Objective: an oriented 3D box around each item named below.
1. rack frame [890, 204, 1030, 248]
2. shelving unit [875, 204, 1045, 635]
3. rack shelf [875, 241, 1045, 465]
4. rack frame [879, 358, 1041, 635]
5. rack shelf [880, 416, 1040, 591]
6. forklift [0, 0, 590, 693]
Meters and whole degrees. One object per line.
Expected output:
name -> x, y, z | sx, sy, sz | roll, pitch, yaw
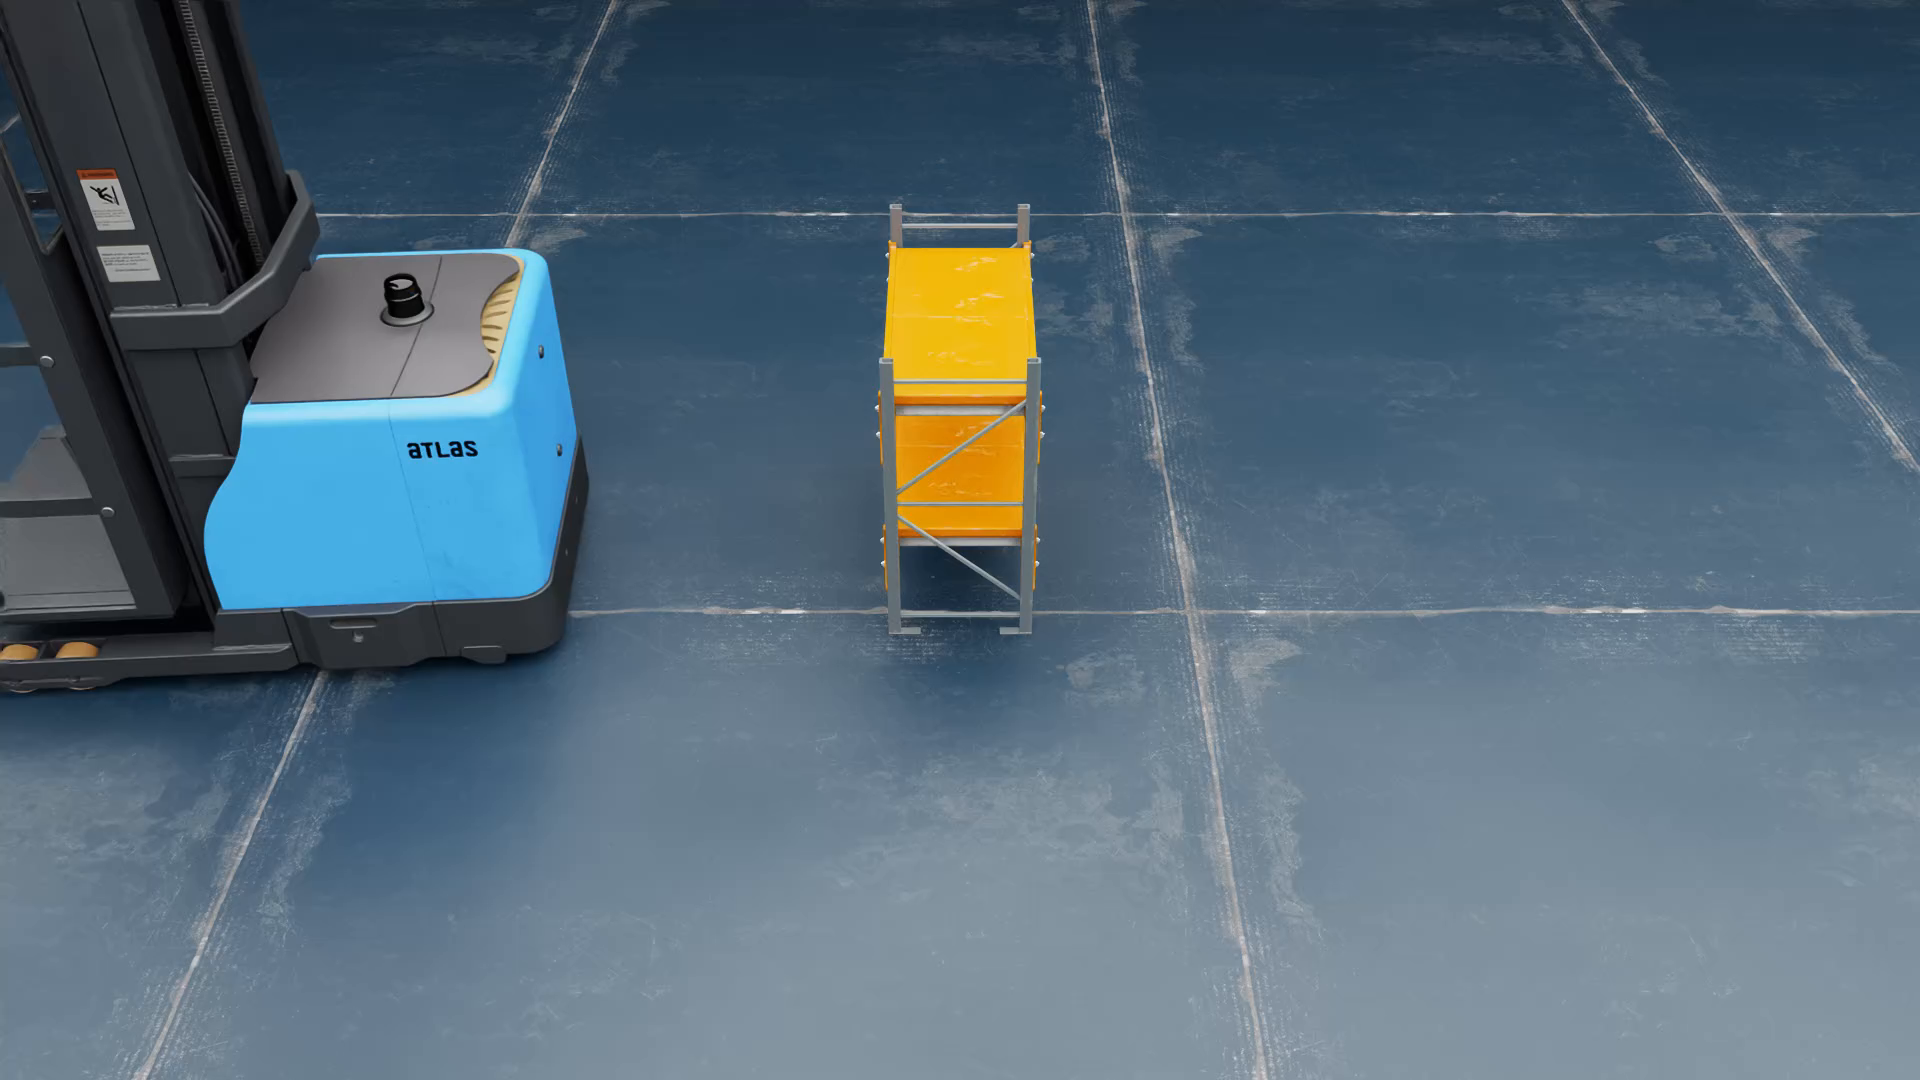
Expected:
rack frame -> -0.001, -0.753, 6.290 | 0.500, 1.125, 0.032 | 0, 39, 0
shelving unit -> 0.000, -0.435, 5.893 | 0.538, 1.125, 1.048 | 0, 39, 0
rack shelf -> 0.000, -0.663, 5.710 | 0.538, 0.278, 1.000 | 0, 39, 0
rack frame -> 0.001, -0.117, 5.496 | 0.500, 1.125, 0.032 | 0, 39, 0
rack shelf -> 0.000, -0.244, 6.046 | 0.538, 0.278, 1.000 | 0, 39, 0
forklift -> -2.909, -0.972, 5.119 | 3.031, 2.935, 1.130 | -2, 39, -3
